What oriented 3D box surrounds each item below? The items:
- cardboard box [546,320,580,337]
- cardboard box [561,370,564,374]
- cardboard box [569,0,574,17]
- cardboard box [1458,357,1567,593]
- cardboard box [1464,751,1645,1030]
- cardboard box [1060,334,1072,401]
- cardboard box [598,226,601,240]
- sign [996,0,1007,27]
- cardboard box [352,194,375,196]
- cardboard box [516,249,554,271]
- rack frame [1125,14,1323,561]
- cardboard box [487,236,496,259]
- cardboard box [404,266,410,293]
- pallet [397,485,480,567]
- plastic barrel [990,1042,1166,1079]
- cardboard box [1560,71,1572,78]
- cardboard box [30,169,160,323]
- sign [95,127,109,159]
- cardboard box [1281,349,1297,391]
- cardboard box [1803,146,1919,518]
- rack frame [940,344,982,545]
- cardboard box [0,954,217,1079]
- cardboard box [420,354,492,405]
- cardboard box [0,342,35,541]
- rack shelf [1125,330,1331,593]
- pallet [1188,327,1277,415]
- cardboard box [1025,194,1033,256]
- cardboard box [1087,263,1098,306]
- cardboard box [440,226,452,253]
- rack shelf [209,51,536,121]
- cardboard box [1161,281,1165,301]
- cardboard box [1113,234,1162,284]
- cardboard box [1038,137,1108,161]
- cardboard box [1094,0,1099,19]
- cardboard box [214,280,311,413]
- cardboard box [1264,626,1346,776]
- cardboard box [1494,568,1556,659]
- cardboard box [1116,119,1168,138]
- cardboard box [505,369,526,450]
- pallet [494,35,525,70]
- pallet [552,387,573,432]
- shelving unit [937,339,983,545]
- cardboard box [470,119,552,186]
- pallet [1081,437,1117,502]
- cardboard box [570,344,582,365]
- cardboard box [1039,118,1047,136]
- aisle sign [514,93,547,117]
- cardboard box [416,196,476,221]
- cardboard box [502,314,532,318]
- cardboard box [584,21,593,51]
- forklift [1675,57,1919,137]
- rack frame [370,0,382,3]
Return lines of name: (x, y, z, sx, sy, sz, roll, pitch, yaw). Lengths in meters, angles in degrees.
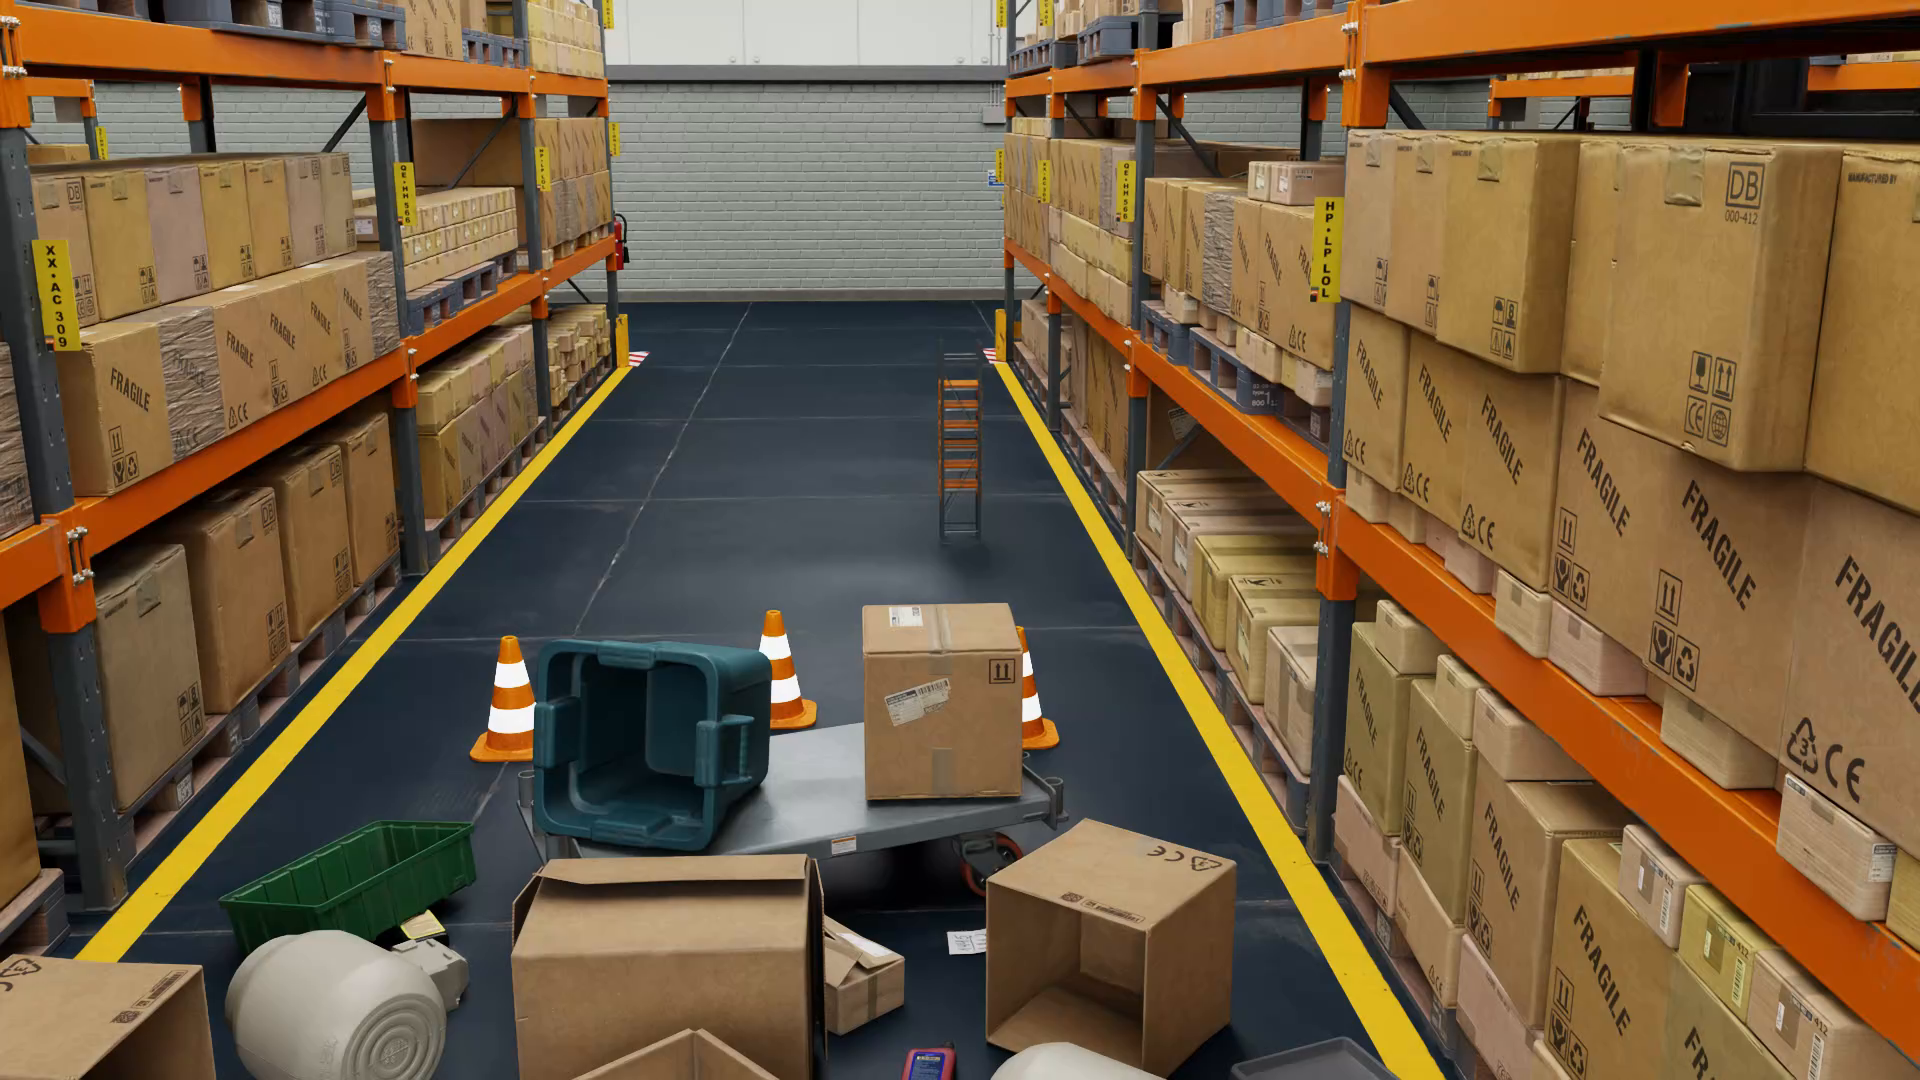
cardboard box: (-3.652, -1.899, 15.074, 0.380, 0.149, 0.250, -1, 14, -5)
cardboard box: (-3.573, -1.354, 14.147, 0.380, 0.149, 0.250, -1, 14, -5)
cardboard box: (-3.608, -4.659, 14.592, 0.380, 0.149, 0.250, -1, 14, -2)
cardboard box: (1.530, -0.187, 3.936, 0.500, 0.500, 0.500, -1, 14, -4)
cardboard box: (1.551, 0.820, 3.990, 0.500, 0.500, 0.500, 0, 14, -1)
cardboard box: (1.281, -1.468, 14.011, 0.875, 0.438, 0.875, -1, 14, -4)
cardboard box: (-3.689, -2.980, 16.093, 0.380, 0.149, 0.250, -1, 14, -4)
sign: (0.411, -5.250, 16.477, 0.100, 0.325, 0.005, -1, 14, -3)
cardboard box: (-4.090, -2.252, 11.226, 0.380, 0.149, 0.250, -1, 14, -4)
cardboard box: (-3.413, -2.200, 13.061, 0.380, 0.149, 0.250, 0, 14, -1)
rack frame: (1.460, -1.353, 9.264, 1.000, 3.000, 0.127, -1, 14, -3)
cardboard box: (-3.454, -2.043, 11.608, 0.380, 0.149, 0.250, -2, 15, -6)
cardboard box: (-3.300, -1.447, 9.293, 0.380, 0.149, 0.250, -1, 14, -4)
pallet: (-3.521, -0.095, 9.972, 1.003, 0.211, 1.213, -1, 14, -3)
plastic barrel: (0.317, 1.394, 3.758, 0.512, 0.421, 0.421, 10, 18, 35)
cardboard box: (5.704, -4.285, 15.146, 0.380, 0.149, 0.250, -1, 14, -3)
cardboard box: (-3.296, -1.040, 5.843, 0.700, 0.500, 0.500, -1, 14, -4)
sign: (-8.384, -3.870, 16.248, 0.100, 0.325, 0.005, -1, 14, -3)
cardboard box: (1.402, -0.629, 6.113, 0.380, 0.149, 0.250, -1, 14, -5)
cardboard box: (1.683, -0.289, 2.328, 0.700, 0.500, 0.500, -1, 14, -3)
rack frame: (0.007, -0.555, 9.774, 0.240, 1.200, 0.006, -1, 14, -3)
cardboard box: (-2.106, 1.323, 3.875, 0.500, 0.500, 0.500, 2, 15, 6)
cardboard box: (-3.324, -1.032, 10.685, 0.500, 0.250, 0.500, -1, 14, -3)
cardboard box: (-3.191, -0.237, 4.628, 0.875, 0.550, 0.550, -1, 14, -3)
rack shelf: (1.584, -0.507, 7.421, 1.077, 0.370, 4.000, -1, 14, -3)
pallet: (1.624, -0.768, 7.377, 1.003, 0.211, 1.213, -1, 14, -3)
cardboard box: (0.846, -2.760, 14.533, 0.500, 0.500, 0.500, -1, 14, -4)
cardboard box: (1.108, -1.654, 10.737, 0.500, 0.250, 0.500, -1, 14, -4)
cardboard box: (-3.373, -1.859, 10.295, 0.380, 0.149, 0.250, -1, 14, -3)
rack shelf: (-3.598, -2.853, 10.518, 1.077, 0.370, 4.000, -1, 14, -3)
cardboard box: (1.295, -1.351, 8.918, 0.380, 0.149, 0.250, -2, 15, -7)
cardboard box: (1.177, -1.639, 9.673, 0.500, 0.250, 0.500, -1, 14, -4)
cardboard box: (0.908, -2.993, 13.433, 0.500, 0.500, 0.500, -1, 14, -4)
cardboard box: (1.026, -3.281, 10.165, 0.396, 0.266, 0.258, -1, 14, -5)
cardboard box: (-3.082, -0.816, 6.977, 0.500, 0.500, 0.500, -1, 14, -3)
cardboard box: (1.673, 0.581, 6.180, 0.950, 0.372, 0.625, -1, 14, -3)
cardboard box: (1.478, 0.165, 3.868, 0.380, 0.149, 0.250, -1, 14, -3)
cardboard box: (1.452, -3.277, 13.233, 0.380, 0.149, 0.250, -1, 14, -4)
cardboard box: (-3.393, -0.931, 11.799, 0.500, 0.500, 0.500, -1, 14, -5)
pallet: (-3.790, -3.453, 11.782, 1.213, 0.211, 1.003, -1, 14, -3)
pallet: (-3.799, -1.062, 13.730, 1.003, 0.211, 1.213, -1, 14, -3)
shelving unit: (0.001, -0.577, 9.863, 0.258, 1.200, 0.189, -1, 14, -3)
cardboard box: (-3.506, -3.039, 13.012, 0.500, 0.500, 0.500, -1, 14, -2)
pallet: (1.414, -0.502, 11.555, 1.003, 0.211, 1.213, -1, 14, -3)
cardboard box: (-3.541, -1.629, 14.620, 0.380, 0.149, 0.250, -1, 14, -4)
cardboard box: (0.877, -3.520, 14.178, 0.380, 0.149, 0.250, -1, 14, -4)
aisle sign: (-4.273, -4.513, 16.331, 0.394, 0.787, 0.004, -1, 14, -3)
cardboard box: (-3.422, -2.195, 11.004, 0.380, 0.149, 0.250, -2, 15, -6)
cardboard box: (-4.153, -2.024, 15.559, 0.380, 0.149, 0.250, -2, 15, -6)
cardboard box: (-3.654, -4.625, 15.261, 0.500, 0.250, 0.500, -1, 14, -5)
forklift: (3.969, -0.886, 7.586, 3.031, 2.935, 1.130, 12, 19, 39)
rack frame: (-3.474, -4.157, 8.122, 1.000, 3.000, 0.127, -1, 14, -3)
